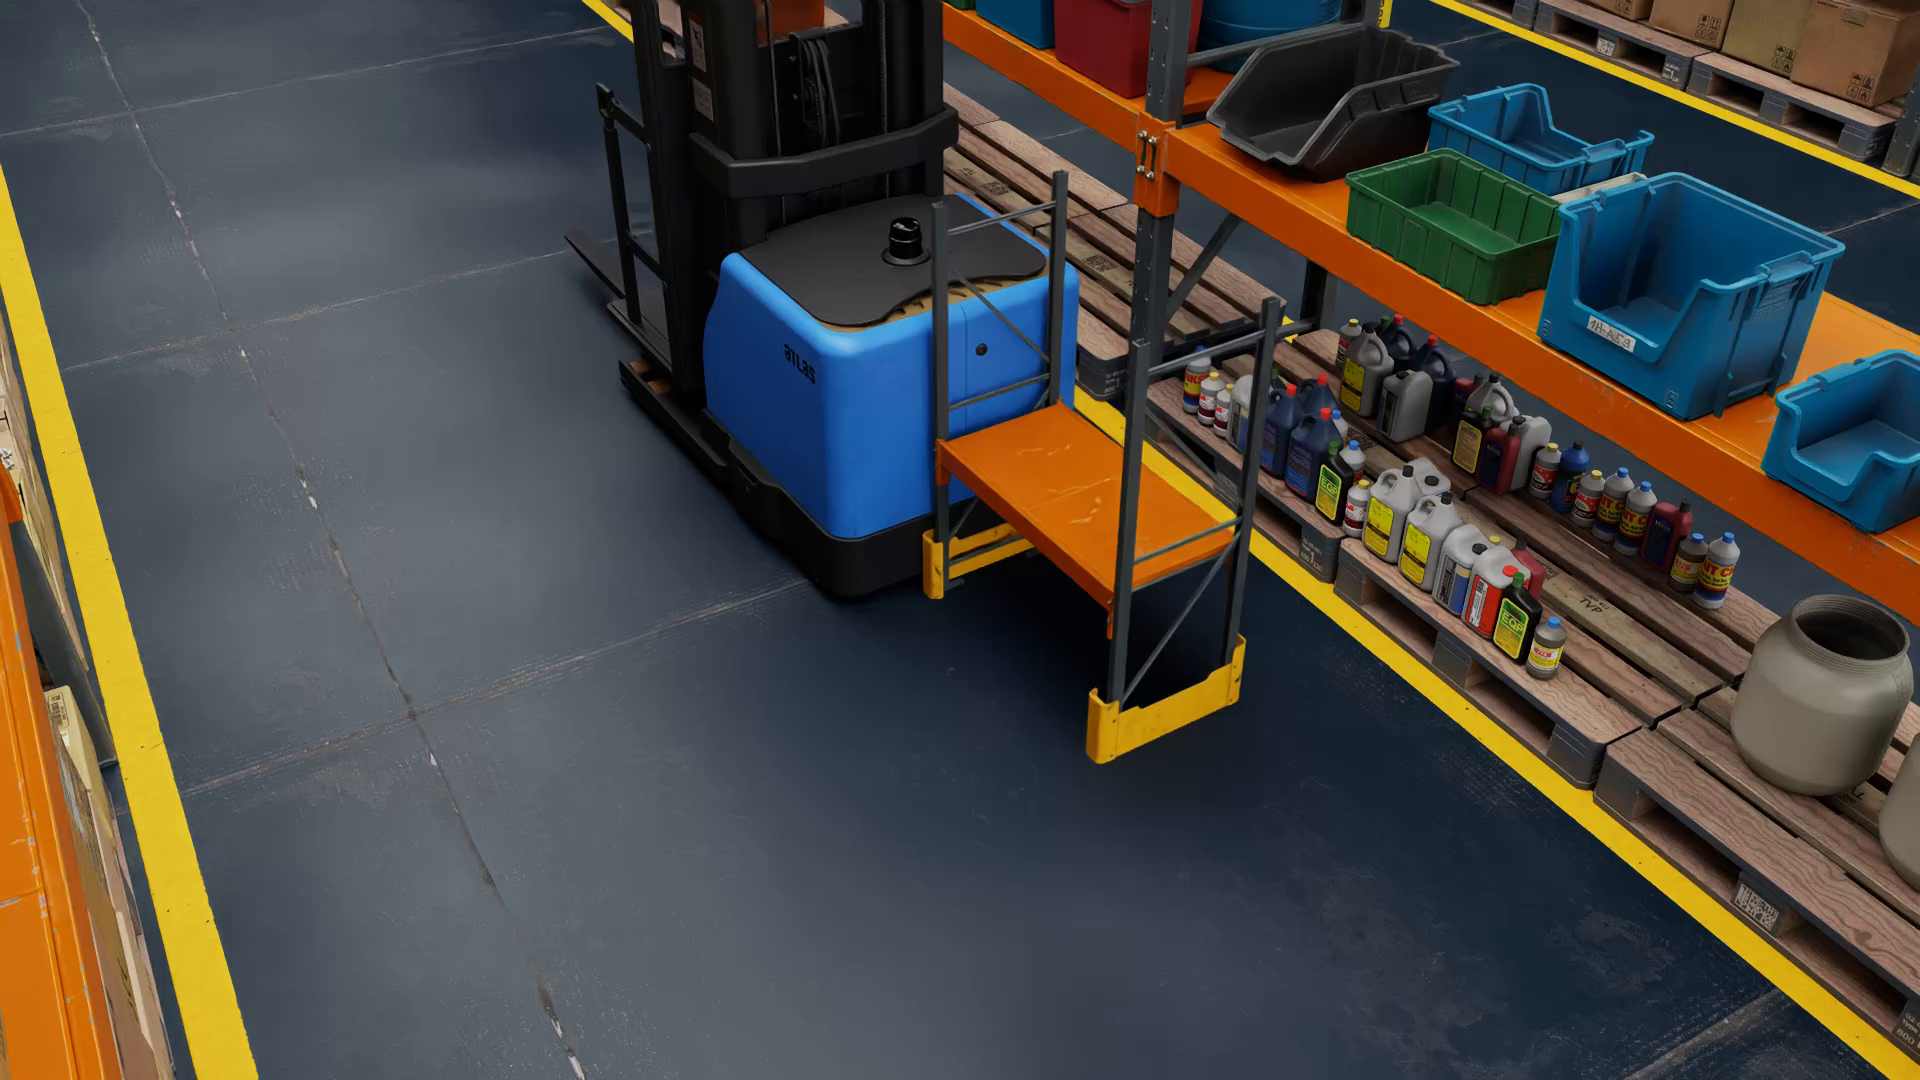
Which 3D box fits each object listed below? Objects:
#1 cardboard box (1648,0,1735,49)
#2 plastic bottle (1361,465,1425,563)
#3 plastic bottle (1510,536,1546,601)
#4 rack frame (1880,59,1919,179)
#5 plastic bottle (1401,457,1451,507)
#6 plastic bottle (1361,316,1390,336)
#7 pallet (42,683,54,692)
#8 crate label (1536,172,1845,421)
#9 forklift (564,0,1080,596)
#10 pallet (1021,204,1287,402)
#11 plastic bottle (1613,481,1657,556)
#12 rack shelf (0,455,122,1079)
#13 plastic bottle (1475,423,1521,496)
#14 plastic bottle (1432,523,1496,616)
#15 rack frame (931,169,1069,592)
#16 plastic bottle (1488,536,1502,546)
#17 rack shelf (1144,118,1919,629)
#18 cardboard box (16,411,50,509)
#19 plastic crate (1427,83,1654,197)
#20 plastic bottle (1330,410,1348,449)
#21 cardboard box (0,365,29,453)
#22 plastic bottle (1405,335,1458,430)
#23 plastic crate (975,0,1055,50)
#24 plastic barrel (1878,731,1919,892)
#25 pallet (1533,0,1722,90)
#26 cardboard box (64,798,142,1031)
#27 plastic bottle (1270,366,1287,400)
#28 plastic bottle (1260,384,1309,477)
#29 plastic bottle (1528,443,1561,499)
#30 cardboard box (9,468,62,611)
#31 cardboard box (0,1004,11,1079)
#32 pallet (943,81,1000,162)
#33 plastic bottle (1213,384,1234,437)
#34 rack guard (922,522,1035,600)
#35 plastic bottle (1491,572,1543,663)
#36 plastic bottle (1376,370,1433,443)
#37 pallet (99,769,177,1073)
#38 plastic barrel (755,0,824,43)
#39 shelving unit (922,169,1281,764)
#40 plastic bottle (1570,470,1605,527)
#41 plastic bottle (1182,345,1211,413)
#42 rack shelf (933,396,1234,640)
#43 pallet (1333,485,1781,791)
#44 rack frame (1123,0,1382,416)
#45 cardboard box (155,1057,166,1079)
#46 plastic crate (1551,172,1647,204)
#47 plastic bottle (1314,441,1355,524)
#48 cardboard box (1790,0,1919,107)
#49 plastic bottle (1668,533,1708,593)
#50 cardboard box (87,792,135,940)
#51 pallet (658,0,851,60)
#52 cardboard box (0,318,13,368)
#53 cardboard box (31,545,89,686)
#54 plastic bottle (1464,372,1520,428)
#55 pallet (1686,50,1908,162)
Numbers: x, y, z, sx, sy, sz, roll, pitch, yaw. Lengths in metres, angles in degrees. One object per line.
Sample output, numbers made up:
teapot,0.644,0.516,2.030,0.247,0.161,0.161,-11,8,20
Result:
cardboard box,4.636,-3.343,10.031,0.700,0.500,0.500,-23,42,-28
plastic bottle,1.503,-0.114,5.736,0.144,0.351,0.185,-19,40,-24
plastic bottle,1.845,0.130,5.459,0.061,0.283,0.133,-19,40,-24
rack frame,5.431,-3.322,8.255,1.000,3.000,0.127,-19,40,-24
plastic bottle,1.619,-0.141,5.836,0.152,0.276,0.135,-19,40,-24
plastic bottle,1.675,-0.787,6.715,0.061,0.283,0.133,-17,39,-22
pallet,-3.540,0.374,5.559,1.003,0.211,1.213,-19,40,-24
crate label,1.999,-0.687,4.617,0.502,0.435,0.616,-19,40,-24
forklift,-0.784,-1.823,6.261,1.130,2.935,3.031,-21,41,-26
pallet,0.720,-1.117,7.600,1.003,0.211,1.213,-19,40,-24
plastic bottle,2.344,-0.082,5.759,0.097,0.271,0.097,0,36,0
rack shelf,-2.132,0.922,3.054,1.077,0.370,4.000,-19,40,-24
plastic bottle,1.966,-0.313,6.066,0.061,0.283,0.133,-19,40,-24
plastic bottle,1.683,0.094,5.514,0.152,0.276,0.135,-20,41,-25
rack frame,0.129,-0.499,5.662,0.500,1.500,0.032,-21,41,-26
plastic bottle,1.782,0.078,5.600,0.097,0.201,0.097,0,36,0
rack shelf,2.153,-0.544,5.061,1.077,0.370,4.000,-19,40,-24
cardboard box,-3.643,-0.251,6.025,0.500,0.250,0.500,-20,41,-25
plastic crate,1.939,-1.310,5.627,0.499,0.251,0.616,-19,40,-24
plastic bottle,1.372,-0.357,6.136,0.097,0.271,0.097,0,36,0
cardboard box,-3.637,-0.479,5.862,0.500,0.311,0.500,-20,41,-25
plastic bottle,1.817,-0.621,6.430,0.144,0.351,0.185,-21,41,-26
plastic crate,0.325,-2.318,6.894,0.392,0.384,0.575,-19,40,-24
plastic barrel,2.761,0.708,4.491,0.421,0.512,0.421,0,36,0
pallet,4.421,-3.215,10.473,1.003,0.211,1.213,-19,40,-24
cardboard box,-2.219,0.934,3.768,0.500,0.500,0.500,-19,40,-24
plastic bottle,1.207,-0.517,6.345,0.061,0.283,0.133,-19,40,-24
plastic bottle,1.195,-0.427,6.165,0.144,0.351,0.185,-18,40,-23
plastic bottle,2.141,-0.260,6.062,0.097,0.201,0.097,0,36,0
cardboard box,-3.129,0.042,5.150,0.500,0.311,0.500,-19,40,-24
cardboard box,-1.863,0.848,2.461,0.700,0.500,0.500,-19,40,-24
pallet,-0.506,-2.361,9.304,1.003,0.211,1.213,-19,40,-24
plastic bottle,1.031,-0.506,6.398,0.097,0.201,0.097,0,36,0
rack guard,0.130,0.006,6.029,0.587,0.250,0.087,-21,41,-26
plastic bottle,1.782,0.244,5.302,0.061,0.283,0.133,-18,40,-23
plastic bottle,1.702,-0.534,6.374,0.152,0.276,0.135,-19,40,-24
pallet,-2.773,1.156,4.488,1.003,0.211,1.213,-19,40,-24
plastic barrel,-1.122,-3.432,9.889,0.600,0.830,0.708,-19,40,-24
shelving unit,0.397,-0.250,5.321,0.587,1.500,1.083,-21,41,-26
plastic bottle,2.244,-0.155,5.919,0.097,0.201,0.097,0,36,0
plastic bottle,0.929,-0.637,6.520,0.097,0.271,0.097,0,36,0
rack shelf,0.402,-0.101,5.421,0.538,0.185,1.000,-21,41,-26
pallet,2.067,0.250,5.729,1.003,0.211,1.213,-19,40,-24
rack frame,1.148,-1.854,6.245,1.000,3.000,0.127,-19,40,-24
cardboard box,-1.956,1.488,3.645,0.500,0.250,0.500,-19,40,-24
plastic crate,2.183,-0.995,5.292,0.530,0.136,0.437,-19,40,-24
plastic bottle,1.337,-0.207,5.921,0.061,0.283,0.133,-17,39,-22
cardboard box,5.141,-2.809,9.300,0.700,0.500,0.500,-22,42,-27
plastic bottle,2.464,0.068,5.613,0.097,0.201,0.097,0,36,0
cardboard box,-2.472,0.982,4.337,0.500,0.250,0.500,-19,40,-24
pallet,-1.294,-3.158,10.394,1.003,0.211,1.213,-19,40,-24
cardboard box,-4.159,-0.772,6.739,0.500,0.250,0.500,-18,40,-23
cardboard box,-3.125,0.274,5.307,0.500,0.250,0.500,-20,41,-25
plastic bottle,1.980,-0.456,6.205,0.144,0.351,0.185,-19,40,-24
pallet,5.038,-2.592,9.620,1.003,0.211,1.213,-19,40,-24
